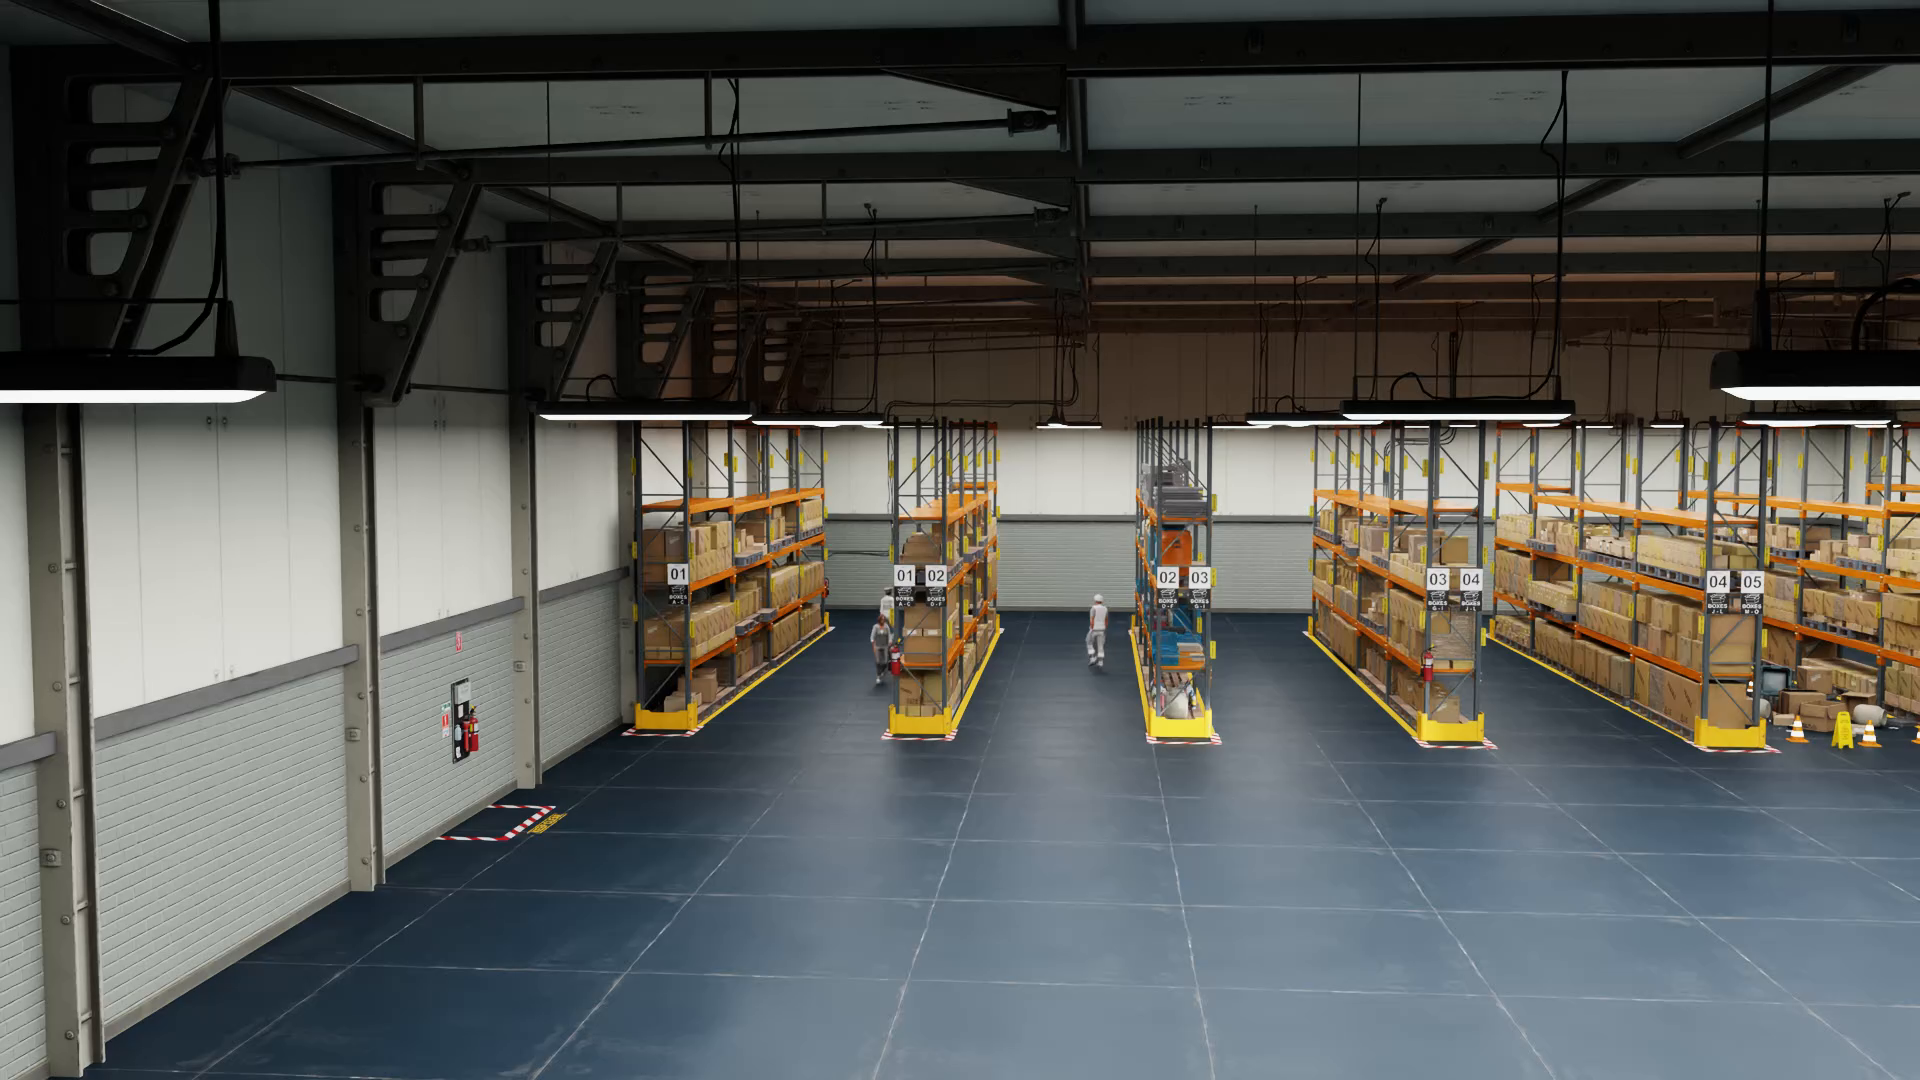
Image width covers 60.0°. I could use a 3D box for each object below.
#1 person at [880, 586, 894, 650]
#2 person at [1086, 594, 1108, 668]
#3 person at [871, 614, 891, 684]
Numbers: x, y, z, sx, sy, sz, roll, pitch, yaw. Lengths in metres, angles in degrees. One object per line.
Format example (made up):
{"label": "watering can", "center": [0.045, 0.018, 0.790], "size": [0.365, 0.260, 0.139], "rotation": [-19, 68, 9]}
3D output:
{"label": "person", "center": [-1.875, 2.059, 43.333], "size": [0.514, 1.677, 0.454], "rotation": [2, 4, 33]}
{"label": "person", "center": [3.339, 2.202, 40.190], "size": [0.546, 1.783, 0.536], "rotation": [-1, 4, -15]}
{"label": "person", "center": [-1.802, 2.467, 37.895], "size": [0.488, 1.588, 0.475], "rotation": [-1, 4, -10]}
